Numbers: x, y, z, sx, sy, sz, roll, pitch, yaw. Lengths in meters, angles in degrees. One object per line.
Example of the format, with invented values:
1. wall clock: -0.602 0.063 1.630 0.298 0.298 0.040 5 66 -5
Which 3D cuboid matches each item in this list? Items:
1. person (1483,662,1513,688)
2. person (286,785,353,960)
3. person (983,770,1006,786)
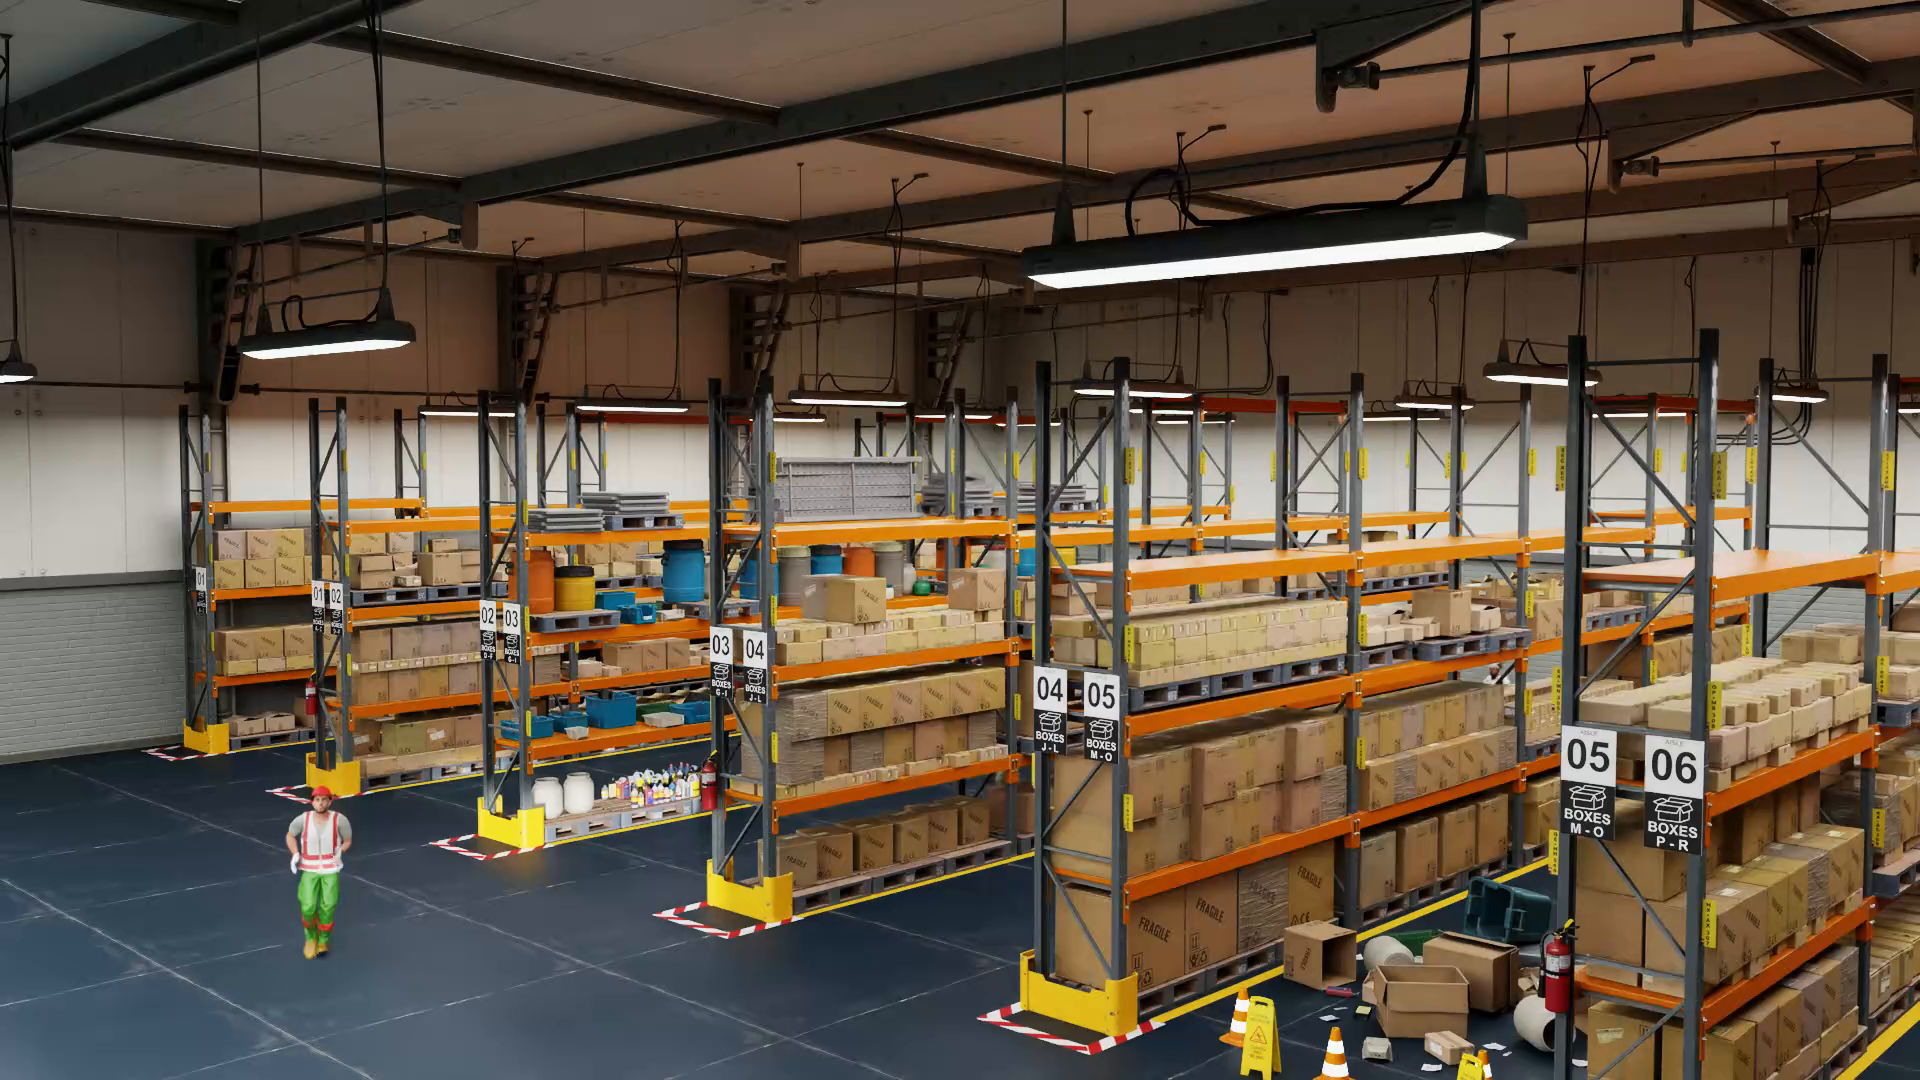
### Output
1. person: 9.147 2.867 28.279 0.609 1.657 0.616 2 4 36
2. person: -6.509 3.383 16.914 0.633 1.768 0.670 -1 3 -21
3. person: 0.605 3.031 24.058 0.646 1.724 0.579 2 4 35
